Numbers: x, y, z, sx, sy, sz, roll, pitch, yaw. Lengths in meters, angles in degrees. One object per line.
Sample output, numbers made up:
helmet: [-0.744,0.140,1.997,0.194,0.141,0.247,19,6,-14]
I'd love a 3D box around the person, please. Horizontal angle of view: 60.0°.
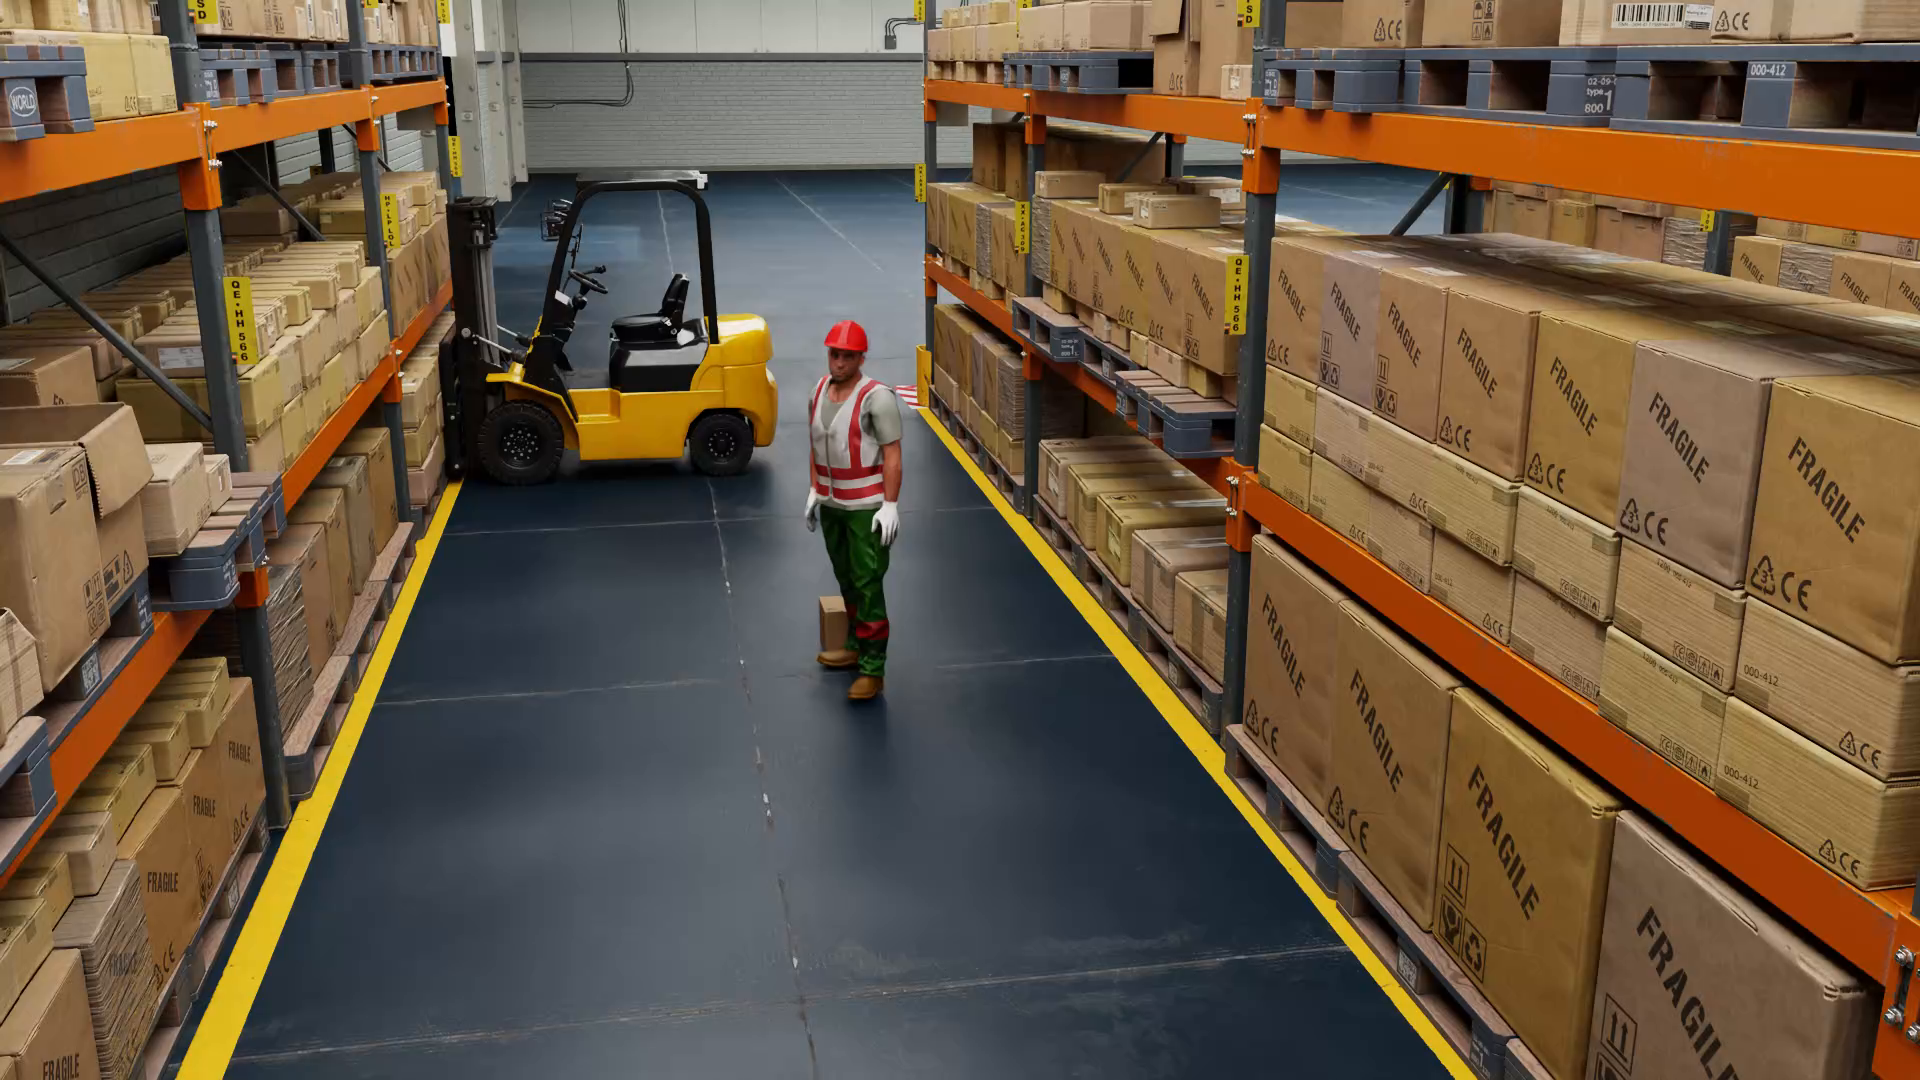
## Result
person: [-0.528,-0.166,7.985,0.576,1.789,0.513,15,22,41]
